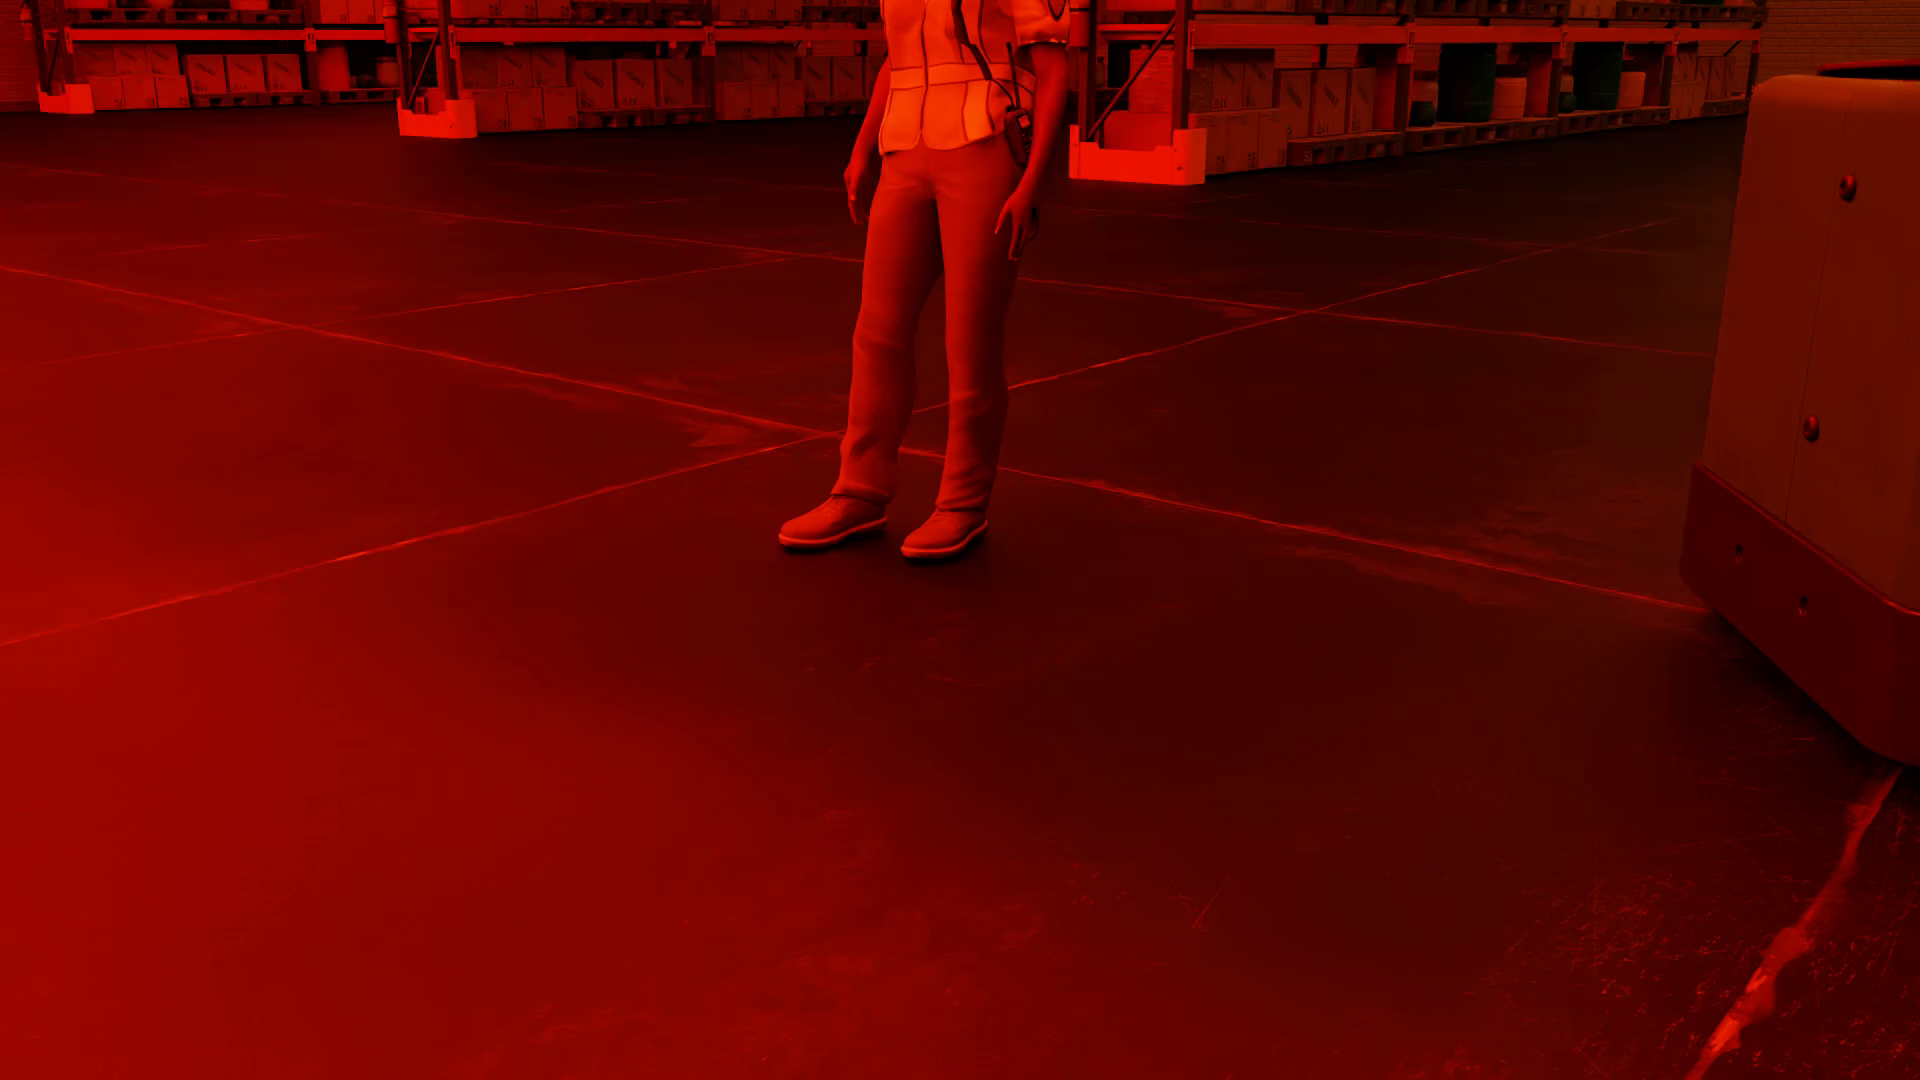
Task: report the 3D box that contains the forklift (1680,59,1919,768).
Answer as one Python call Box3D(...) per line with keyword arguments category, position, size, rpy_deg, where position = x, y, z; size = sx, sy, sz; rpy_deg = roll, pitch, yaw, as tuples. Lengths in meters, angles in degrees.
Box3D(category="forklift", position=(2.967, -1.098, 2.512), size=(3.031, 2.935, 1.130), rpy_deg=(1, 17, 4))

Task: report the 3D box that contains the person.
Box3D(category="person", position=(-0.063, -0.805, 3.651), size=(0.569, 1.695, 0.530), rpy_deg=(13, 21, 37))
